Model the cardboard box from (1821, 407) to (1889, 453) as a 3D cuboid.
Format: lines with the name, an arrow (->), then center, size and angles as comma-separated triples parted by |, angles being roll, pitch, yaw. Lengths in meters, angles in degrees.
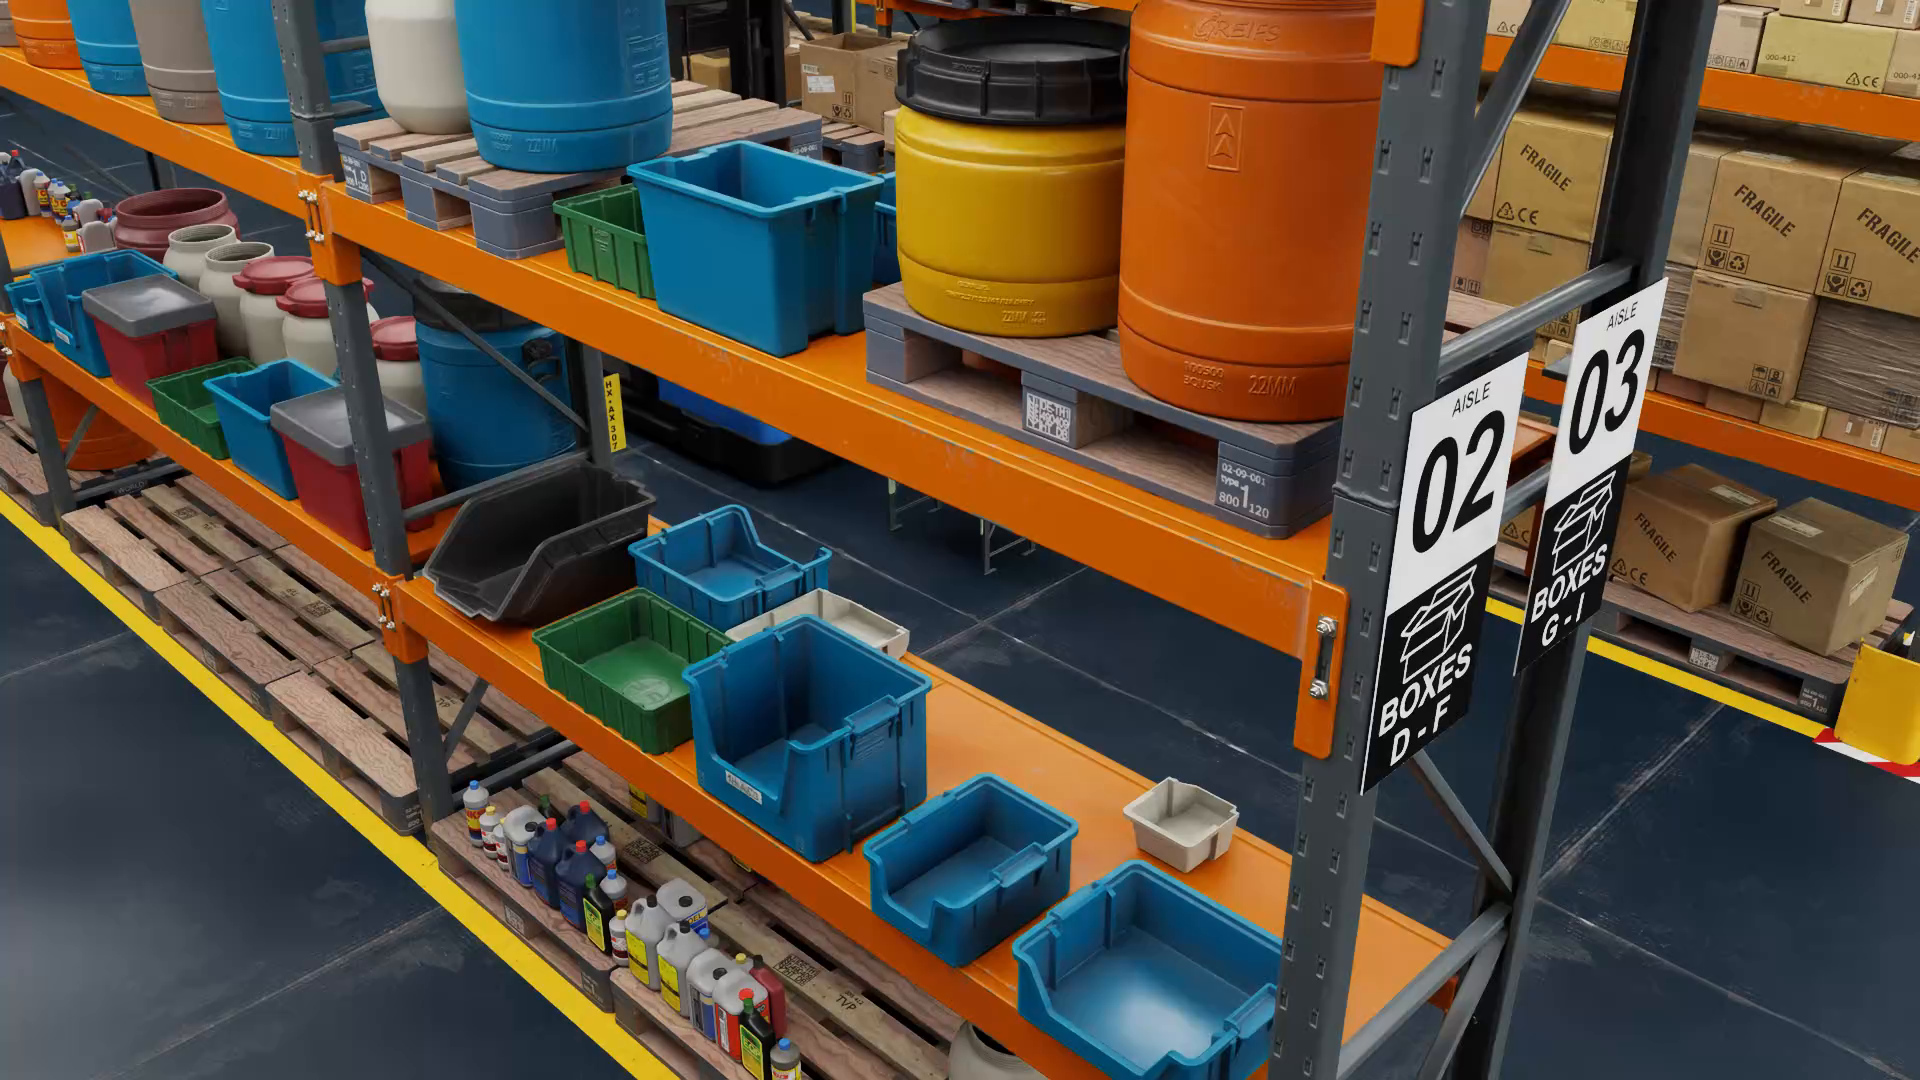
cardboard box -> 4.004, -0.539, 7.323 | 0.250, 0.149, 0.380 | 25, 36, 38

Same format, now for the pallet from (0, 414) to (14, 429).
pallet -> -6.105, -0.918, 10.769 | 1.213, 0.211, 1.003 | 25, 36, 38

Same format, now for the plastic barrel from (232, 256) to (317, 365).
plastic barrel -> -3.155, -1.031, 7.843 | 0.433, 0.535, 0.433 | 0, 28, 0

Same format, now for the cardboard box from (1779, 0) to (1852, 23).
cardboard box -> 3.542, -2.220, 6.758 | 0.250, 0.149, 0.380 | 25, 37, 39

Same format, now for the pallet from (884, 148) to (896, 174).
pallet -> 0.265, -2.437, 10.869 | 1.213, 0.211, 1.003 | 25, 36, 38

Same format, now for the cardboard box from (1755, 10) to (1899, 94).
cardboard box -> 3.650, -2.041, 6.846 | 0.500, 0.250, 0.500 | 25, 37, 39

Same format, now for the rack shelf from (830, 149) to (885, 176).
rack shelf -> 0.251, -2.184, 10.953 | 4.000, 0.370, 1.077 | 25, 36, 38

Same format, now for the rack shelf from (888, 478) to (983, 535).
rack shelf -> 0.005, -0.373, 9.049 | 0.720, 0.370, 0.431 | 25, 36, 38

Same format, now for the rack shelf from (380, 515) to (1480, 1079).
rack shelf -> -0.369, 0.765, 5.345 | 4.000, 0.370, 1.077 | 25, 36, 38

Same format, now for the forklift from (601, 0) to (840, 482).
forklift -> -1.822, -2.218, 10.319 | 3.031, 2.935, 1.130 | 24, 36, 38

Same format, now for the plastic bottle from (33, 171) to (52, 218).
plastic bottle -> -5.616, -2.126, 10.209 | 0.097, 0.271, 0.097 | 0, 28, 0

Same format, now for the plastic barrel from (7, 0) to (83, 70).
plastic barrel -> -3.748, -2.475, 7.050 | 0.708, 0.830, 0.600 | 25, 36, 38

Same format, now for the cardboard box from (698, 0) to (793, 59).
cardboard box -> -1.685, -3.887, 12.234 | 0.797, 0.503, 0.637 | -24, 36, -38

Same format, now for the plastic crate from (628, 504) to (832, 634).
plastic crate -> -0.816, 0.131, 5.937 | 0.616, 0.251, 0.499 | 25, 36, 38

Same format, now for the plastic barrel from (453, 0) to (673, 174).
plastic barrel -> -1.160, -1.581, 4.821 | 0.708, 0.901, 0.600 | 25, 36, 38

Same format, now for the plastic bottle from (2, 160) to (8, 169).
plastic bottle -> -5.956, -2.242, 10.429 | 0.097, 0.271, 0.097 | 0, 28, 0

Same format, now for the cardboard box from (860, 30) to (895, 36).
cardboard box -> -0.948, -5.617, 18.682 | 0.250, 0.149, 0.380 | 24, 36, 38

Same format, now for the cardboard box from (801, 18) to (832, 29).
cardboard box -> -1.675, -5.960, 19.334 | 0.250, 0.149, 0.380 | 25, 37, 39

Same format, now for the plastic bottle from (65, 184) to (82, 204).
plastic bottle -> -5.287, -1.993, 9.942 | 0.133, 0.283, 0.061 | 25, 36, 38

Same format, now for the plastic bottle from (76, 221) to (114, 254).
plastic bottle -> -4.836, -1.654, 9.306 | 0.135, 0.276, 0.152 | 25, 36, 38

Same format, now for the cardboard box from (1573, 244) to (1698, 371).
cardboard box -> 3.390, -1.210, 7.900 | 0.500, 0.500, 0.875 | 25, 36, 38

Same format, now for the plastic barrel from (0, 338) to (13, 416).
plastic barrel -> -5.814, -1.152, 10.358 | 0.708, 0.588, 0.600 | 25, 36, 38

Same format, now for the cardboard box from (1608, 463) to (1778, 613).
cardboard box -> 3.646, -0.017, 8.294 | 0.500, 0.500, 0.500 | -15, 31, -27

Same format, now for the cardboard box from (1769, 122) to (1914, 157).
cardboard box -> 3.977, -1.598, 7.565 | 0.500, 0.500, 0.500 | 25, 36, 38

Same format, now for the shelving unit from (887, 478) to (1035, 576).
shelving unit -> 0.005, -0.662, 8.897 | 0.755, 1.500, 0.431 | 25, 36, 38

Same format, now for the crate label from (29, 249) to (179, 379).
crate label -> -4.129, -1.113, 8.105 | 0.616, 0.435, 0.502 | 25, 36, 38

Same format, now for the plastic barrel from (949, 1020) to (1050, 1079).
plastic barrel -> 0.177, 1.662, 5.089 | 0.421, 0.512, 0.421 | 0, 28, 0

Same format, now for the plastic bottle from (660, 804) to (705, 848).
plastic bottle -> -1.083, 1.040, 6.504 | 0.135, 0.276, 0.152 | 25, 36, 38

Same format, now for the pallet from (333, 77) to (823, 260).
pallet -> -1.212, -1.247, 5.378 | 1.003, 0.211, 1.213 | 25, 36, 38

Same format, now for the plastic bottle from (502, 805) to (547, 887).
plastic bottle -> -1.626, 1.151, 6.292 | 0.152, 0.276, 0.135 | -24, 36, -37

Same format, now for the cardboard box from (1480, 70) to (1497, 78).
cardboard box -> 2.549, -2.250, 8.804 | 0.500, 0.500, 0.500 | 25, 36, 38

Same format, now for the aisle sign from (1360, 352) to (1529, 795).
aisle sign -> 0.900, 0.071, 3.099 | 0.004, 0.787, 0.394 | 25, 36, 38

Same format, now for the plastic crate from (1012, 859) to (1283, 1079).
plastic crate -> 0.490, 1.101, 4.092 | 0.616, 0.251, 0.499 | 25, 36, 38

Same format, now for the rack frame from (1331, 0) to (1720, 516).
rack frame -> 1.057, -1.556, 2.540 | 0.127, 3.000, 1.000 | 25, 36, 38

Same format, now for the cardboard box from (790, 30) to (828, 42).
cardboard box -> -1.695, -5.607, 18.664 | 0.250, 0.149, 0.380 | 23, 35, 36

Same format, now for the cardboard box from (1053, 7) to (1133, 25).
cardboard box -> 1.209, -2.607, 9.888 | 1.000, 1.000, 1.000 | 25, 37, 39

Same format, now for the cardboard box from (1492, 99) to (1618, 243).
cardboard box -> 2.898, -1.751, 7.856 | 0.500, 0.500, 0.500 | 25, 36, 38

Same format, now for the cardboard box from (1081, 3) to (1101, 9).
cardboard box -> 1.341, -5.016, 15.385 | 0.380, 0.149, 0.250 | -25, 36, -38

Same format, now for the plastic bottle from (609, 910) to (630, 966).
plastic bottle -> -1.190, 1.401, 5.897 | 0.097, 0.201, 0.097 | 0, 28, 0

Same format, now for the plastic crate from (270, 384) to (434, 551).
plastic crate -> -2.355, -0.291, 6.511 | 0.583, 0.464, 0.402 | 25, 36, 38

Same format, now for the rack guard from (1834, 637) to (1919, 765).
rack guard -> 4.475, 0.537, 7.691 | 0.348, 0.500, 1.175 | 25, 36, 38

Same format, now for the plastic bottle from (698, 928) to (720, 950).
plastic bottle -> -0.887, 1.446, 5.811 | 0.097, 0.201, 0.097 | 0, 28, 0

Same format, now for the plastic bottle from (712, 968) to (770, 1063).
plastic bottle -> -0.720, 1.565, 5.504 | 0.135, 0.276, 0.152 | 25, 37, 39

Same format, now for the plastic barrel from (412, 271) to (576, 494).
plastic barrel -> -1.858, -0.654, 6.733 | 0.708, 0.901, 0.600 | 25, 36, 38

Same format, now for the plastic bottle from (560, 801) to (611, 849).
plastic bottle -> -1.409, 1.125, 6.261 | 0.185, 0.351, 0.144 | 25, 36, 38

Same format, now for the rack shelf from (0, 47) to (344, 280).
rack shelf -> -3.221, -1.868, 7.129 | 4.000, 0.370, 1.077 | 25, 36, 38

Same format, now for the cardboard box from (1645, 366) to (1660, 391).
cardboard box -> 3.279, -0.860, 7.932 | 0.250, 0.149, 0.380 | 25, 36, 38

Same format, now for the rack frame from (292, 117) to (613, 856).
rack frame -> -1.795, -0.206, 6.418 | 0.127, 3.000, 1.000 | 25, 36, 38

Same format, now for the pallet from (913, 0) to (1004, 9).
pallet -> -0.035, -5.690, 17.055 | 1.213, 0.211, 1.003 | 25, 36, 38
